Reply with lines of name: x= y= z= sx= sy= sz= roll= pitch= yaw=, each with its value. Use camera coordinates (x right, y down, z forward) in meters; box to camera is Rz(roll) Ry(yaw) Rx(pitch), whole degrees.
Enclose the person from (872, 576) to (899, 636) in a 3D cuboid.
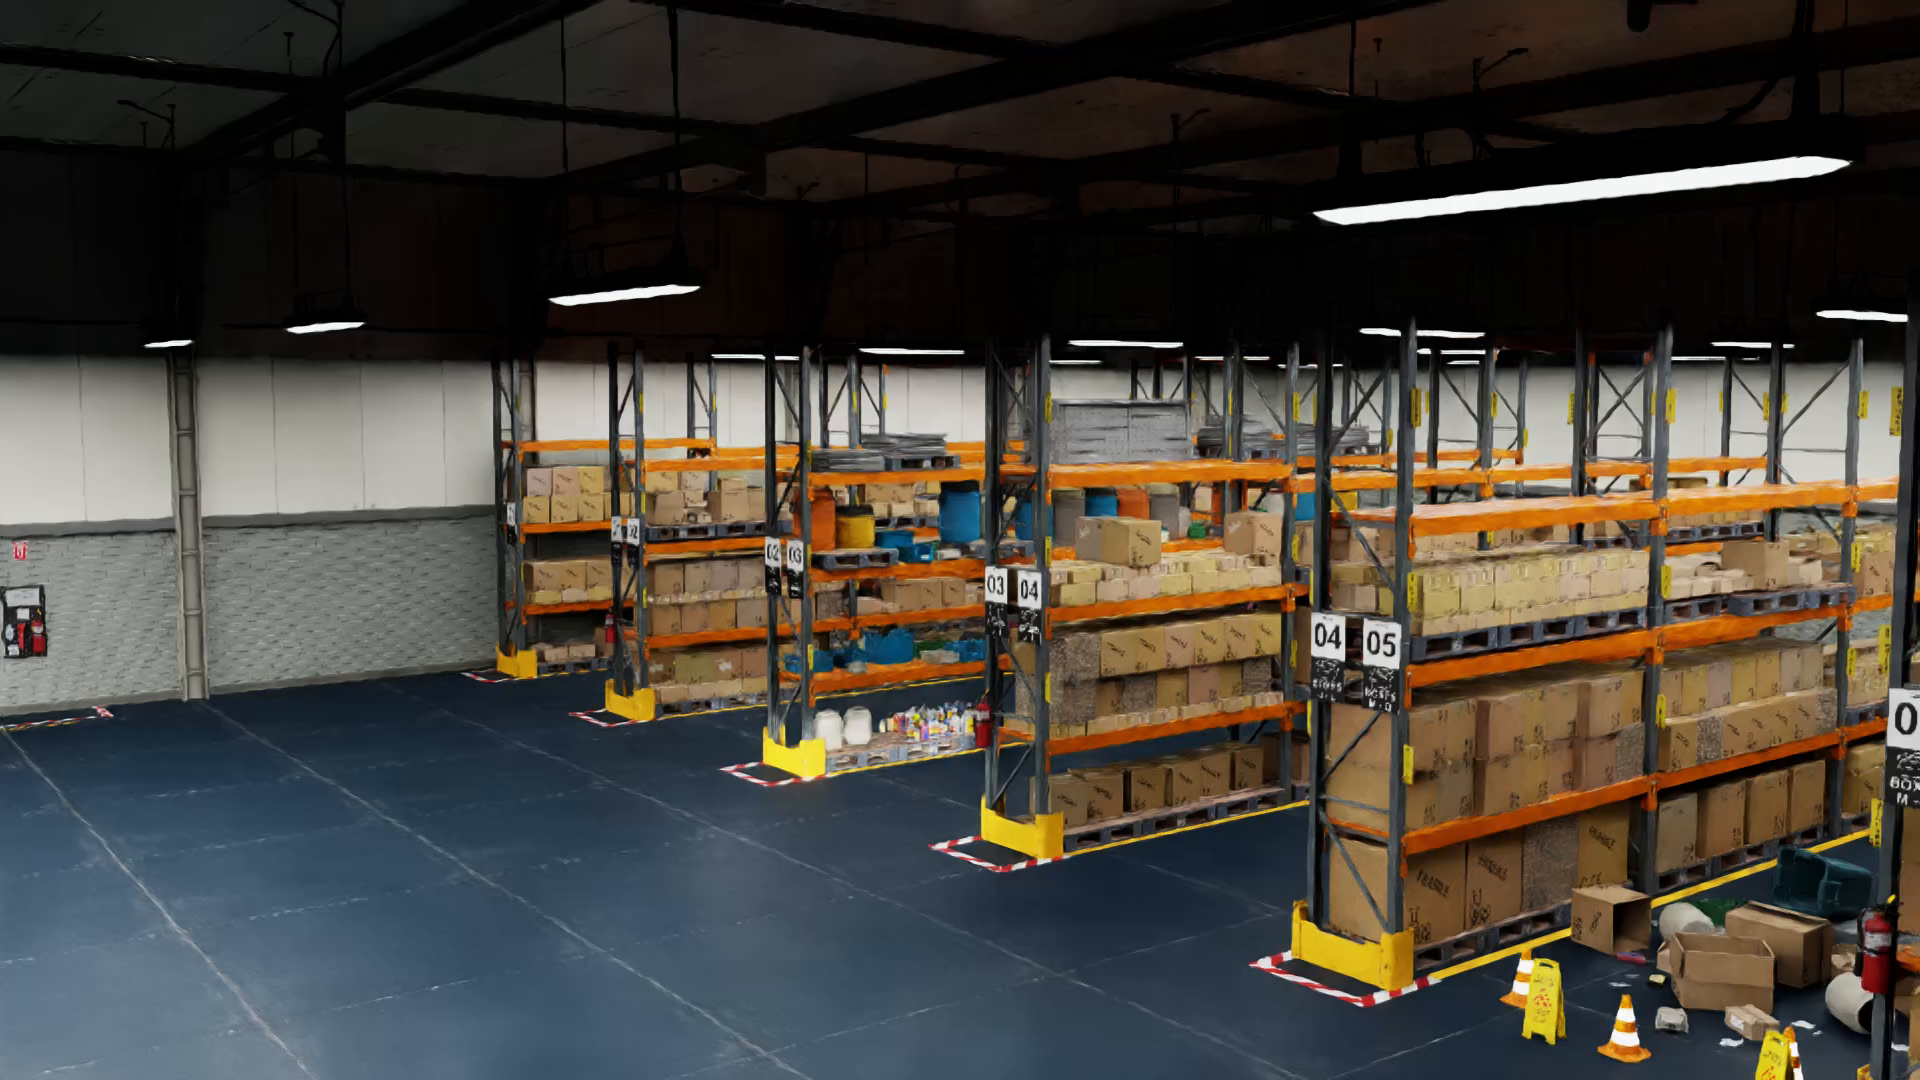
person: x=-1.527 y=1.320 z=33.853 sx=0.576 sy=1.716 sz=1.103 roll=5 pitch=7 yaw=44
